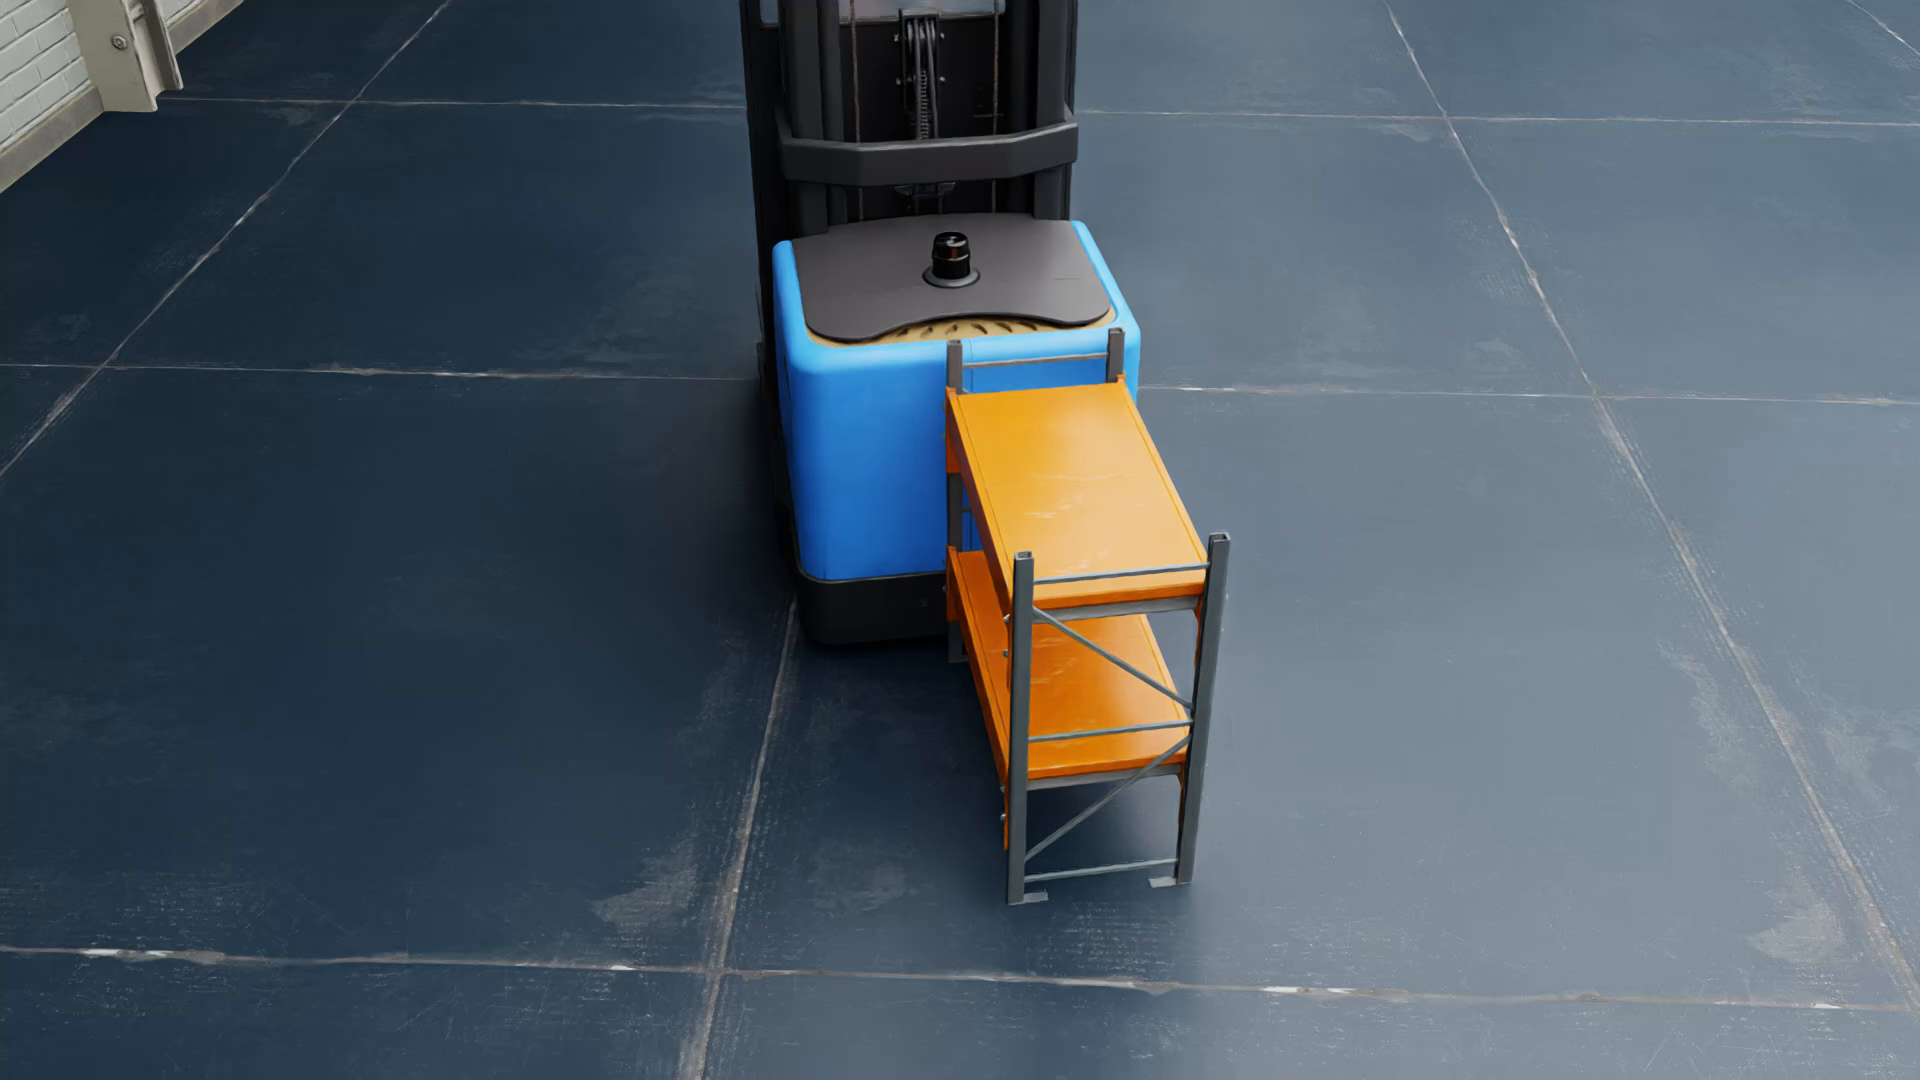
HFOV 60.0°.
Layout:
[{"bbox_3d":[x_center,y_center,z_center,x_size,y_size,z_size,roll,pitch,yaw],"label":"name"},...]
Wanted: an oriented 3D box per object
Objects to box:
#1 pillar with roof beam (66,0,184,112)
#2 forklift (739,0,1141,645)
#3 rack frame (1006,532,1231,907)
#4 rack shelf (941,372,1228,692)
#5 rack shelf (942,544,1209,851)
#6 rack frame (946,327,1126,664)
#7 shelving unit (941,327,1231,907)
[{"bbox_3d":[-0.246,-6.037,6.514,9.100,9.000,0.400,1,35,2],"label":"pillar with roof beam"},{"bbox_3d":[-0.201,-1.712,5.638,1.130,2.935,3.031,-5,35,-7],"label":"forklift"},{"bbox_3d":[0.370,0.473,4.098,0.500,1.125,0.032,-5,35,-7],"label":"rack frame"},{"bbox_3d":[0.290,-0.055,4.341,0.538,0.278,1.000,-5,35,-7],"label":"rack shelf"},{"bbox_3d":[0.290,0.385,4.650,0.538,0.278,1.000,-5,35,-7],"label":"rack shelf"},{"bbox_3d":[0.211,-0.104,4.920,0.500,1.125,0.032,-5,35,-7],"label":"rack frame"},{"bbox_3d":[0.290,0.185,4.509,0.538,1.125,1.048,-5,35,-7],"label":"shelving unit"}]
